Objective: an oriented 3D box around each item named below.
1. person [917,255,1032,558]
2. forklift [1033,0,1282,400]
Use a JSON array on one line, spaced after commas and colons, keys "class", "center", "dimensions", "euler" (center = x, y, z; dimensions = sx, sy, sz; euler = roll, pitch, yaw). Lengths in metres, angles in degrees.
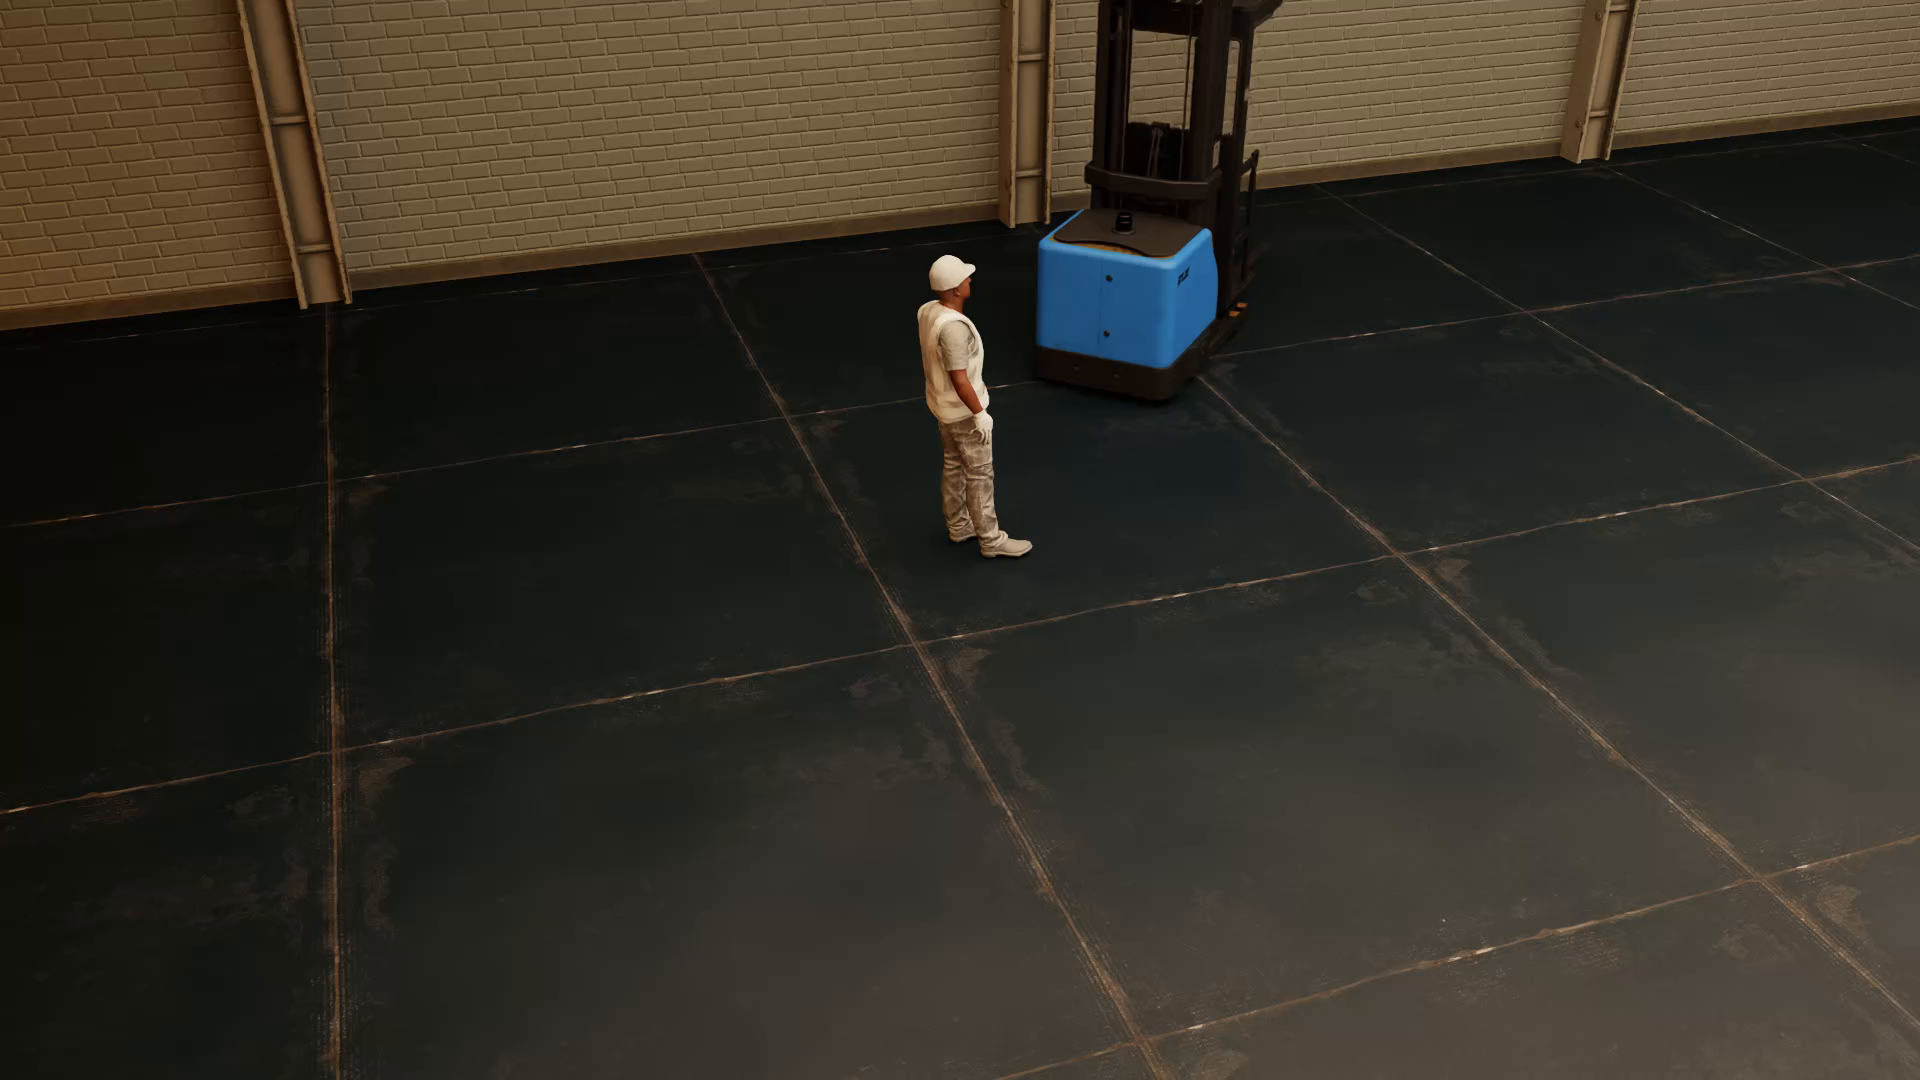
[{"class": "person", "center": [0.071, -0.787, 9.590], "dimensions": [0.576, 1.783, 0.657], "euler": [-10, 31, -16]}, {"class": "forklift", "center": [1.623, -2.954, 12.221], "dimensions": [1.130, 2.935, 3.031], "euler": [14, 33, 22]}]
